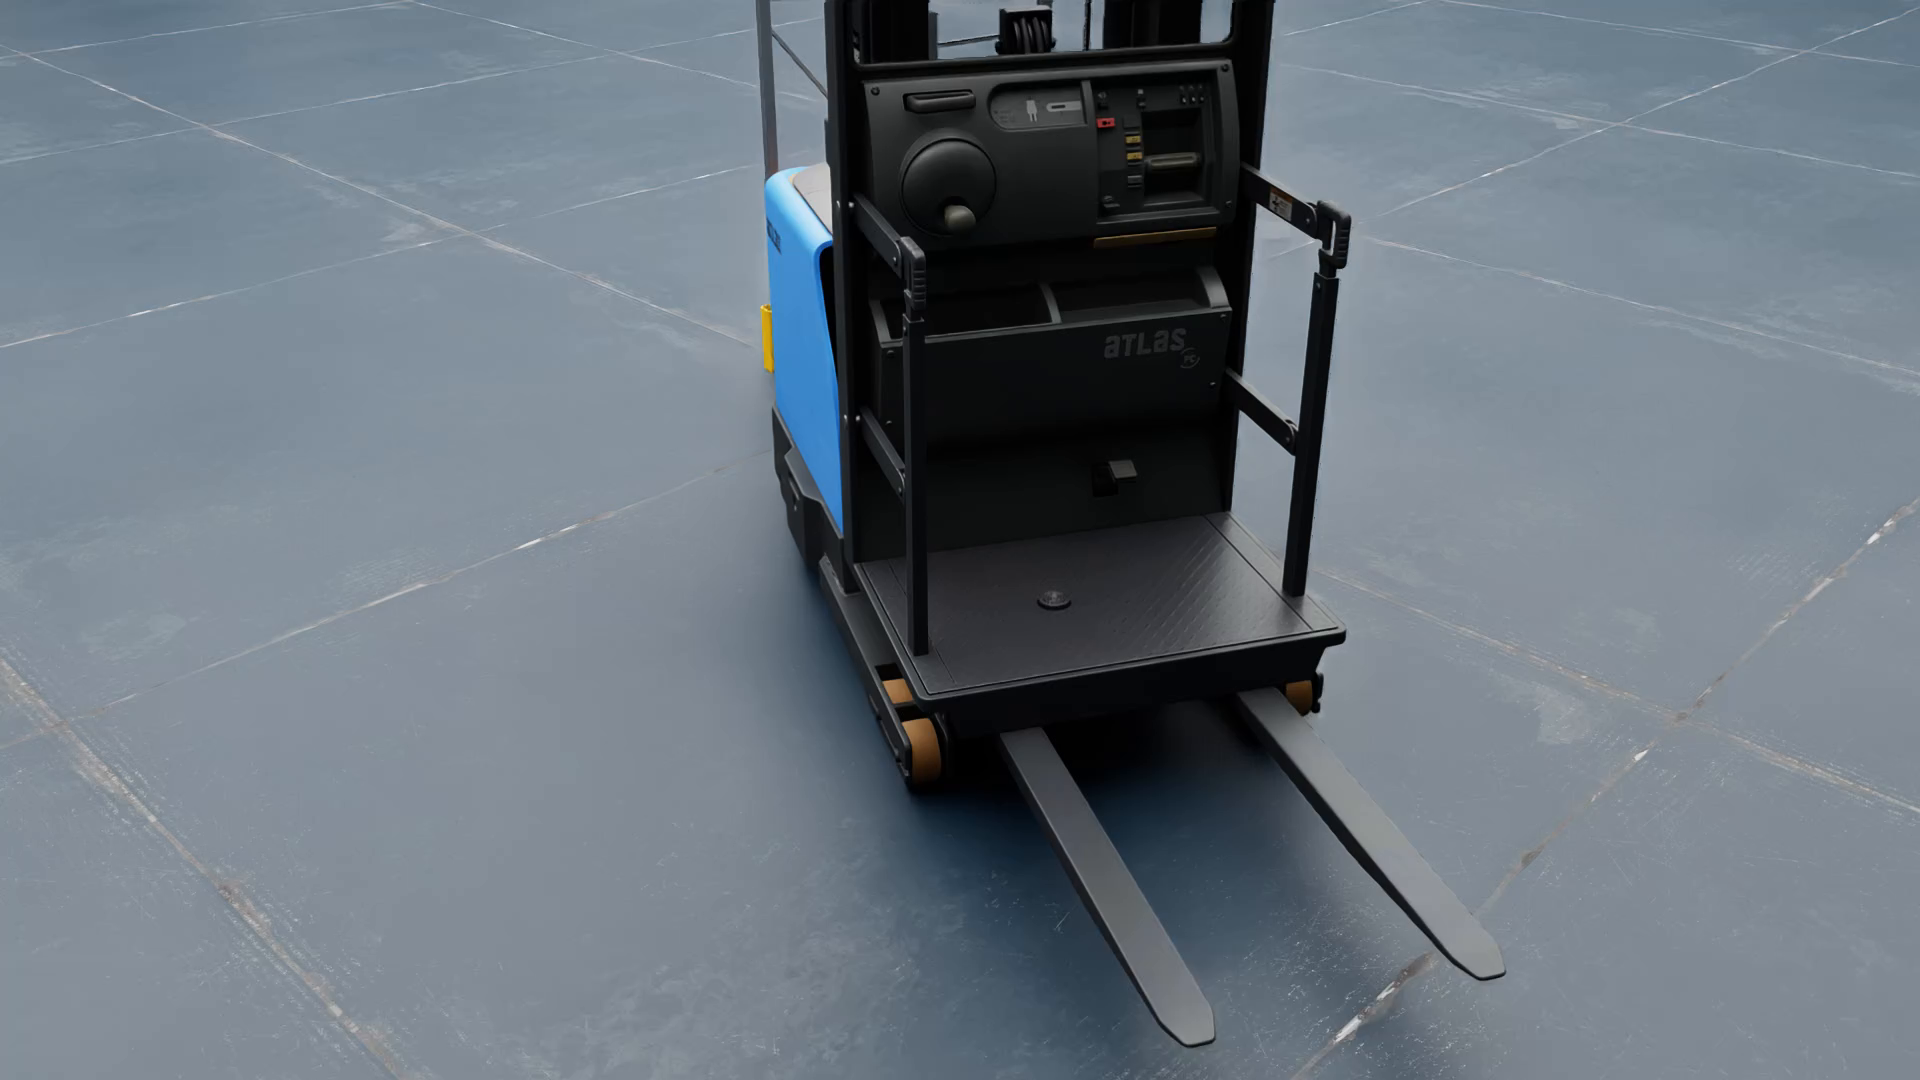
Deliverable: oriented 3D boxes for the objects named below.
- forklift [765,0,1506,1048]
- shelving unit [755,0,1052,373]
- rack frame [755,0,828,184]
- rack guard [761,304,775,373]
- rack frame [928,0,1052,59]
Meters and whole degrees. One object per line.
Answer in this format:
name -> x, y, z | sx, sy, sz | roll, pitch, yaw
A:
forklift -> 0.296, -0.899, 3.810 | 1.130, 2.935, 3.031 | -8, 29, -15
shelving unit -> -0.221, -1.224, 5.966 | 0.587, 1.500, 1.083 | -19, 33, -32
rack frame -> -0.517, -1.411, 6.322 | 0.500, 1.500, 0.032 | -19, 33, -32
rack guard -> -0.516, -0.857, 6.612 | 0.587, 0.250, 0.087 | -19, 33, -32
rack frame -> 0.086, -1.030, 5.598 | 0.500, 1.500, 0.032 | -19, 33, -32
